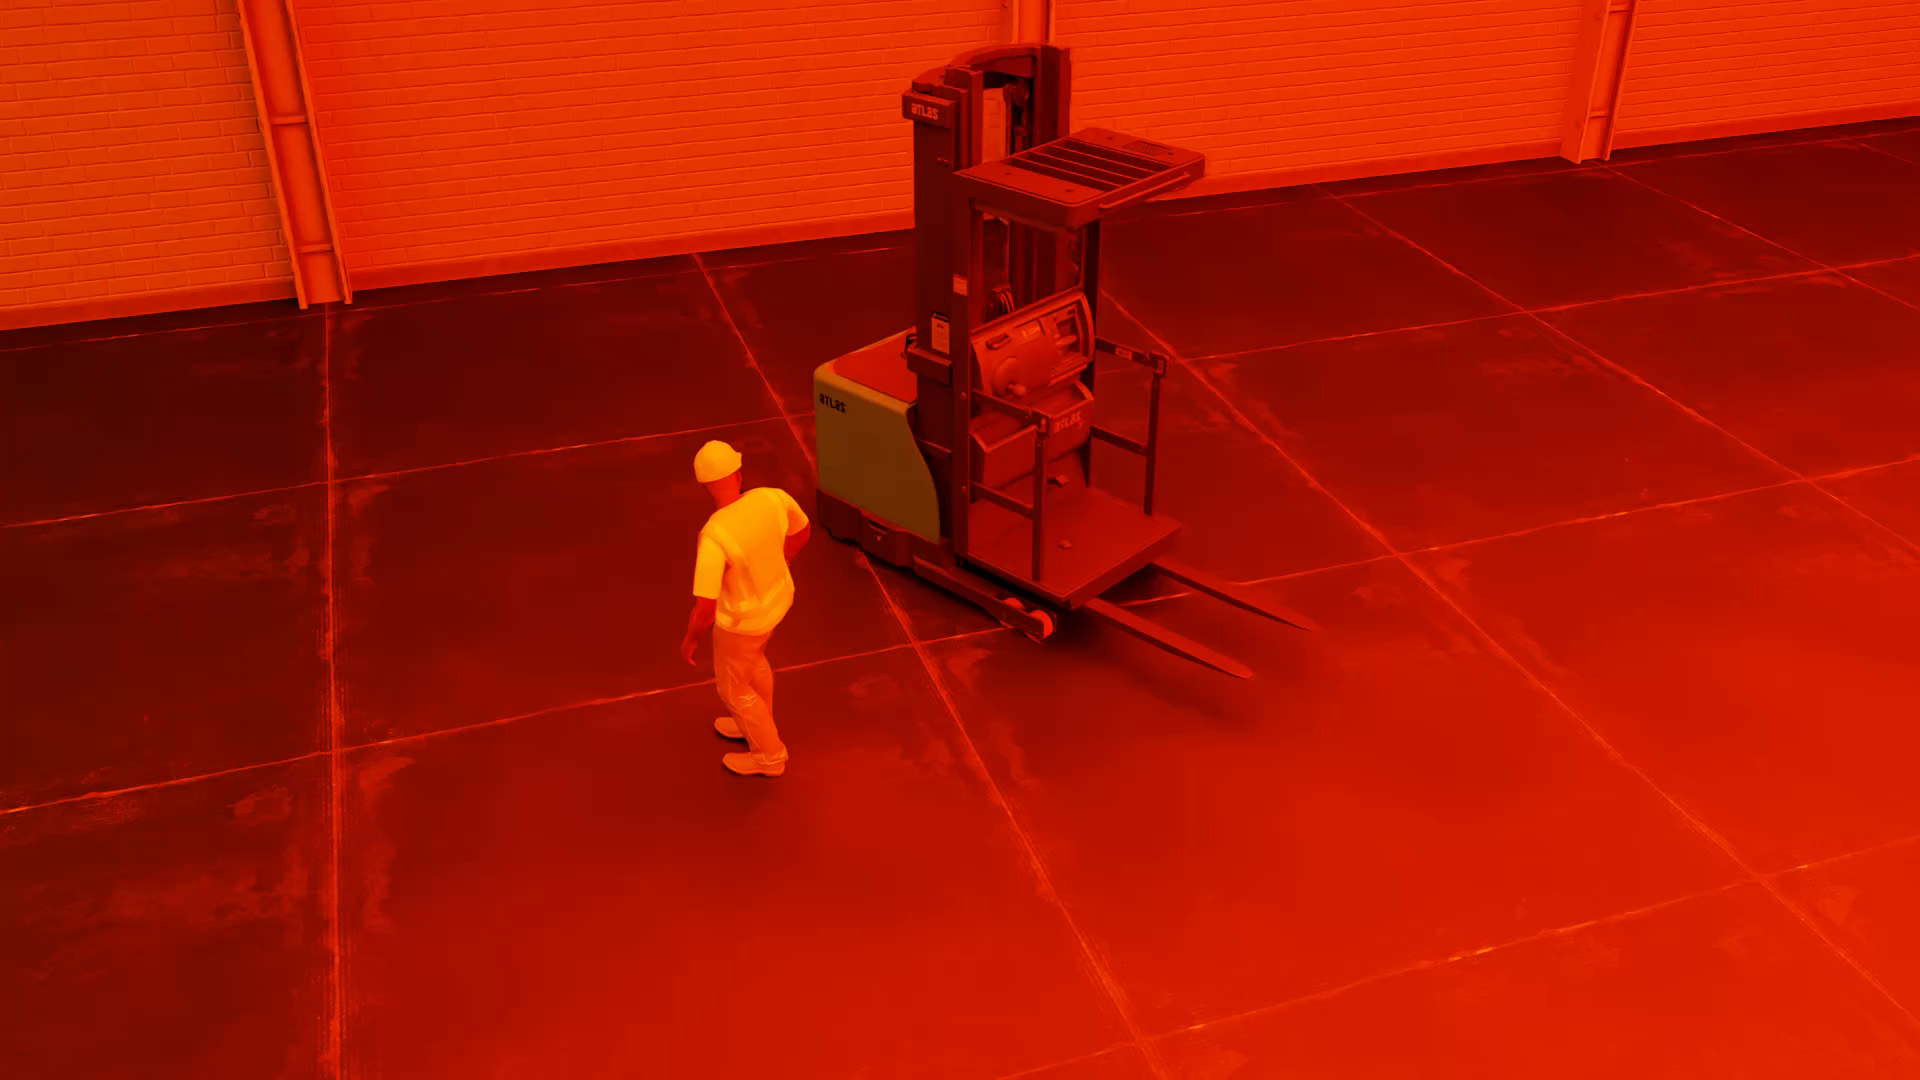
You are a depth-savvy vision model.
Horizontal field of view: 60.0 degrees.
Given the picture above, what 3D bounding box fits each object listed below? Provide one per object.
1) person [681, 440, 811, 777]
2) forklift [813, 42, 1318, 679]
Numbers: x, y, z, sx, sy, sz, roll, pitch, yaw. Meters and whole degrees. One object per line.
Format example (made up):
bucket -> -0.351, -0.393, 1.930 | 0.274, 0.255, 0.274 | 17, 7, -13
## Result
person -> -1.053, 0.316, 7.731 | 0.523, 1.743, 0.794 | 13, 32, 21
forklift -> 0.557, -1.014, 8.849 | 3.031, 2.935, 1.130 | 25, 38, 36
